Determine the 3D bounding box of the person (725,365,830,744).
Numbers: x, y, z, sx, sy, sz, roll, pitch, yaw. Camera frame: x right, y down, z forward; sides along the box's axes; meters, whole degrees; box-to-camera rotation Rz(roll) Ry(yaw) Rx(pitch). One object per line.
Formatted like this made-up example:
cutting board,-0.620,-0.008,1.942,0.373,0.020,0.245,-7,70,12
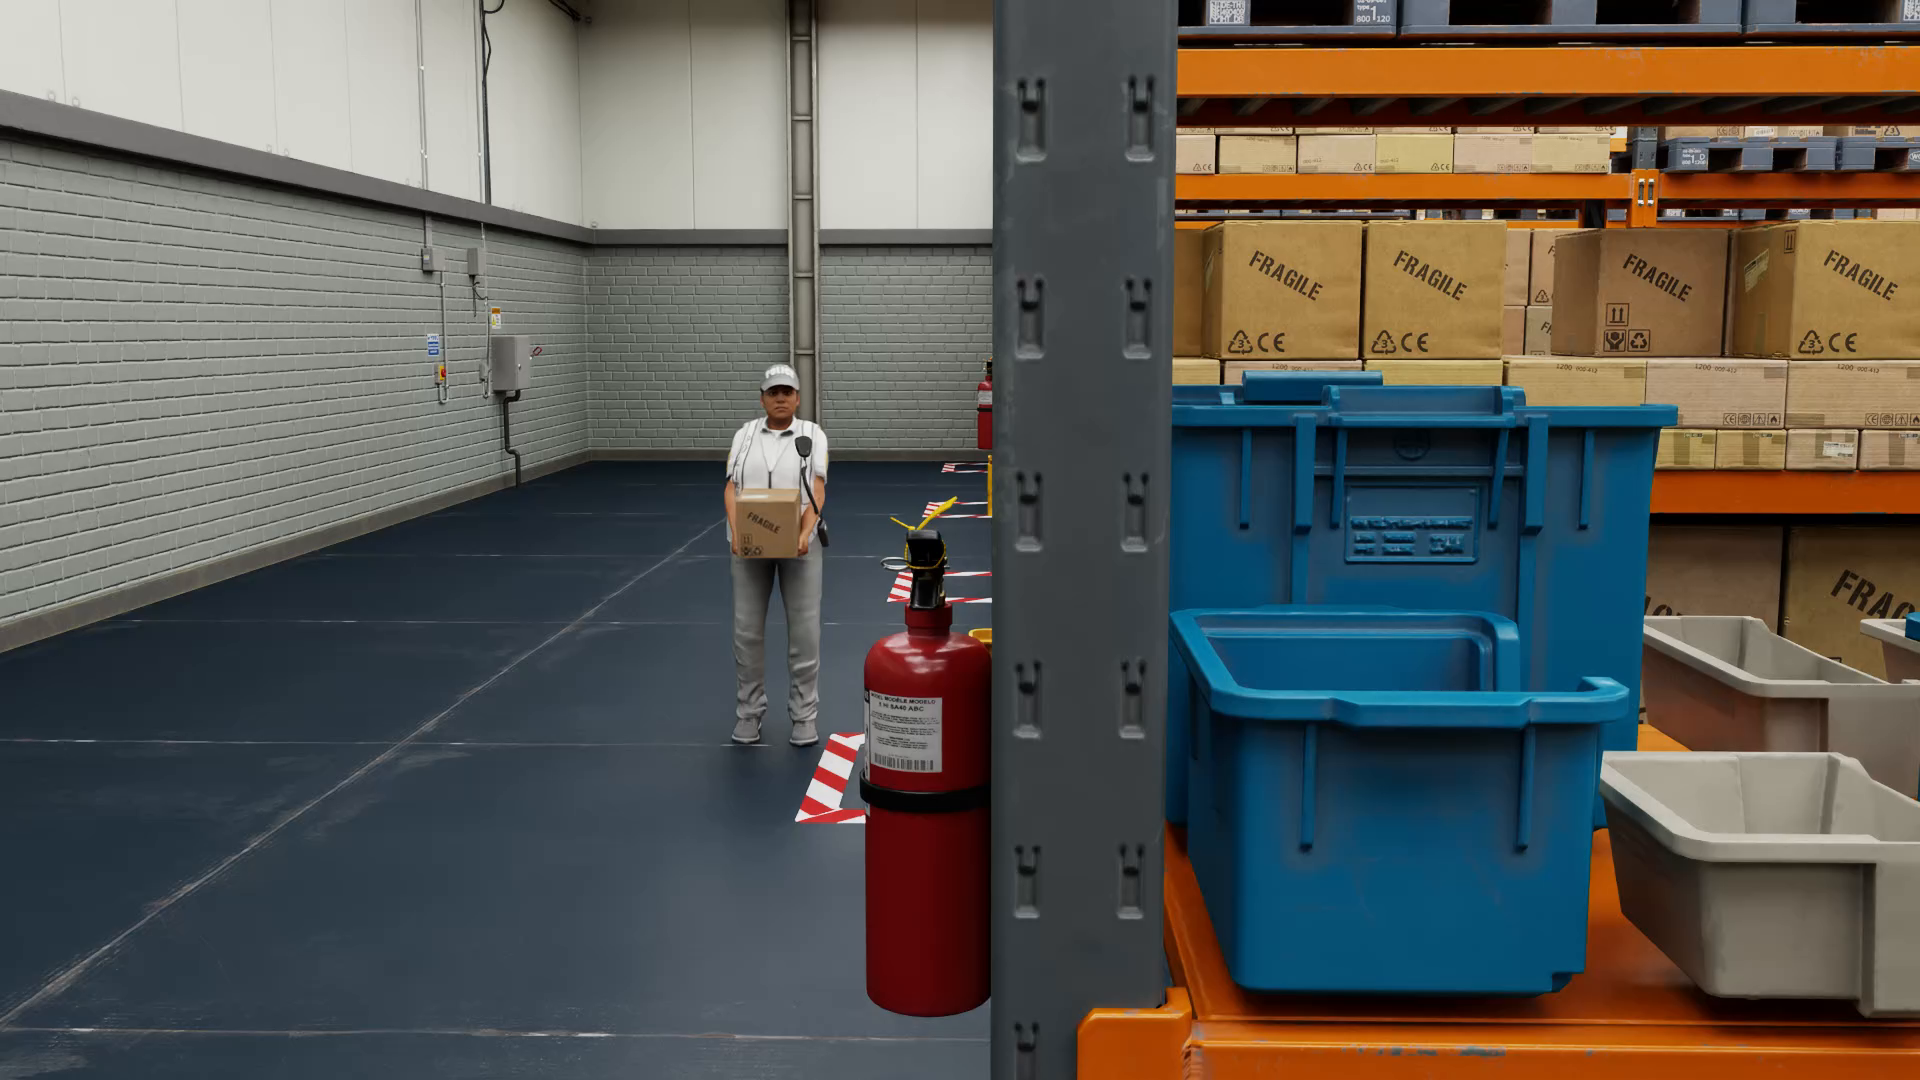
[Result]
person,-0.803,0.063,7.312,0.453,1.653,0.534,0,7,-1
